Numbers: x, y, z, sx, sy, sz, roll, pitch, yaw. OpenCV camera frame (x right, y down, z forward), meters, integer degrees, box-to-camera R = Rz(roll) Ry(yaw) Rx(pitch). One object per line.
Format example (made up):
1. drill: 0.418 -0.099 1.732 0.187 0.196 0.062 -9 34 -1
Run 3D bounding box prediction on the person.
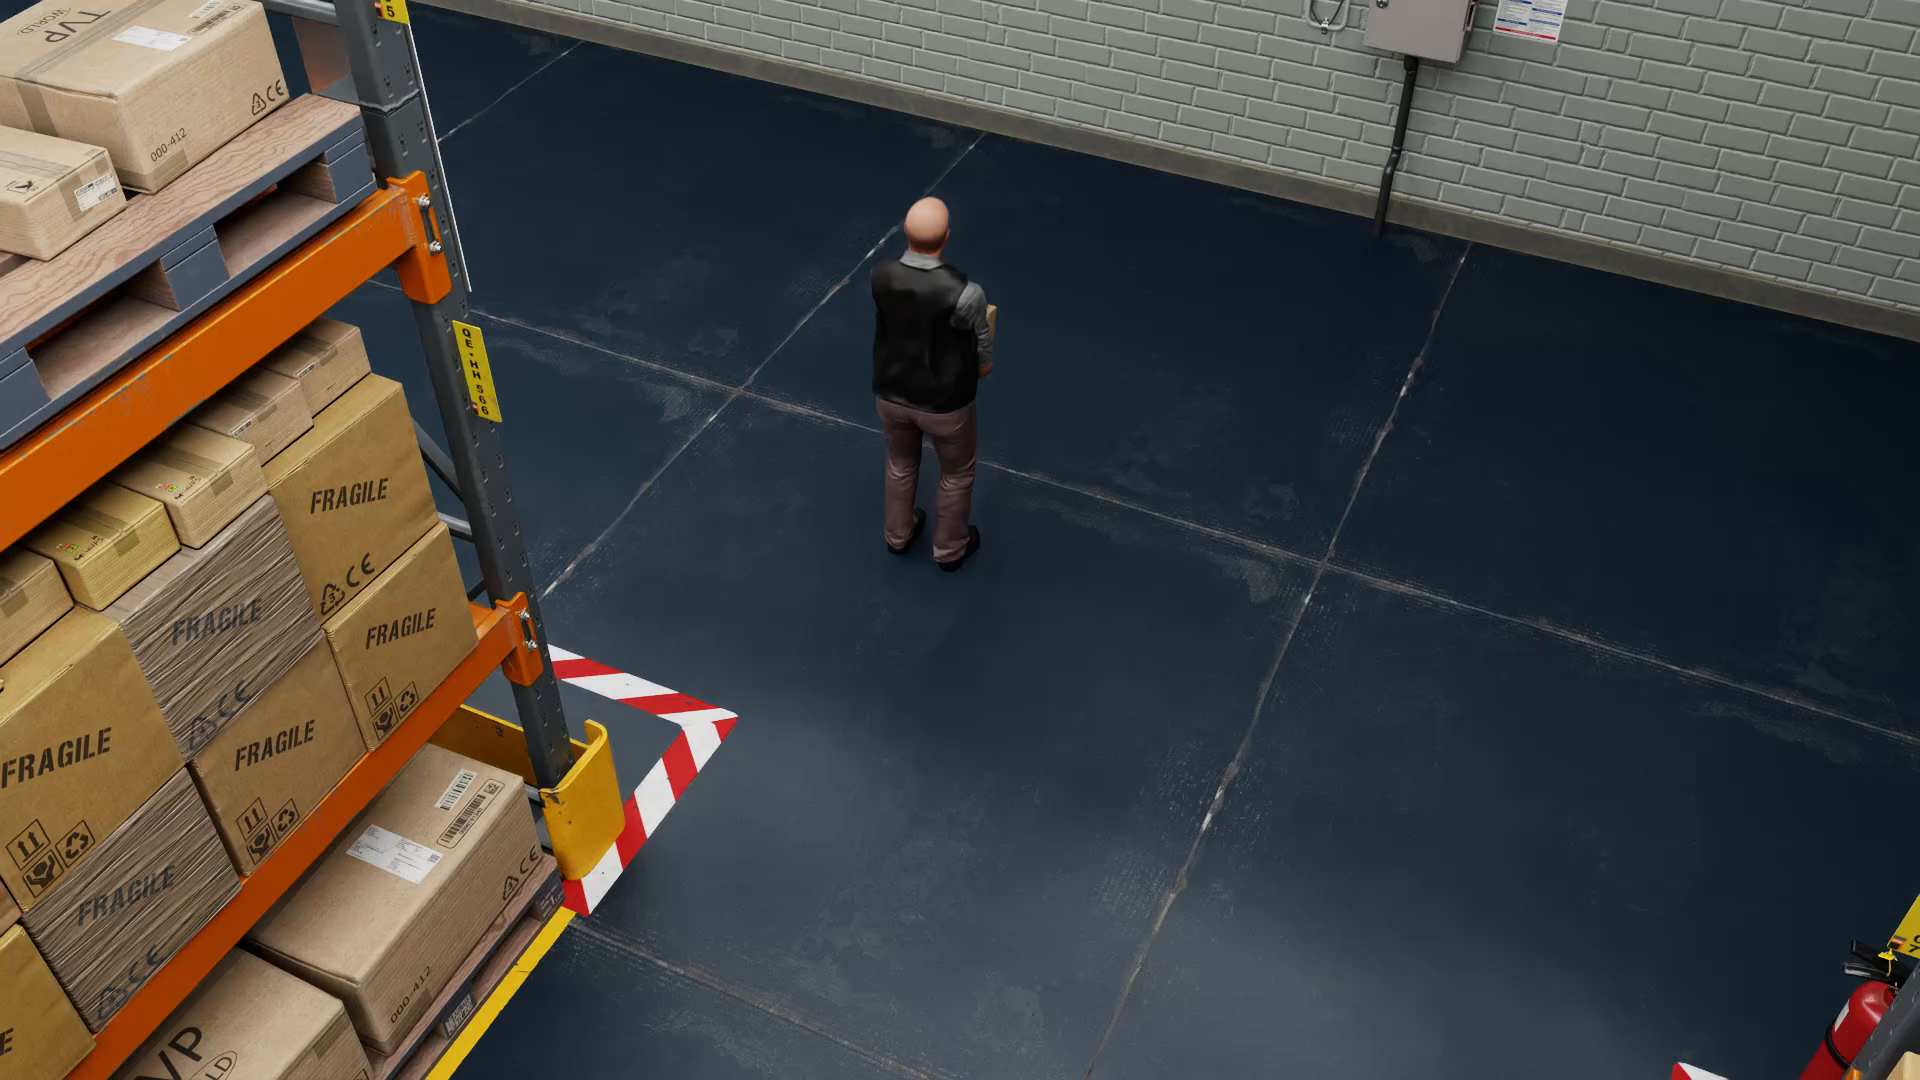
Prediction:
1. person: -0.114 -0.661 6.929 0.491 1.716 0.568 17 44 18
